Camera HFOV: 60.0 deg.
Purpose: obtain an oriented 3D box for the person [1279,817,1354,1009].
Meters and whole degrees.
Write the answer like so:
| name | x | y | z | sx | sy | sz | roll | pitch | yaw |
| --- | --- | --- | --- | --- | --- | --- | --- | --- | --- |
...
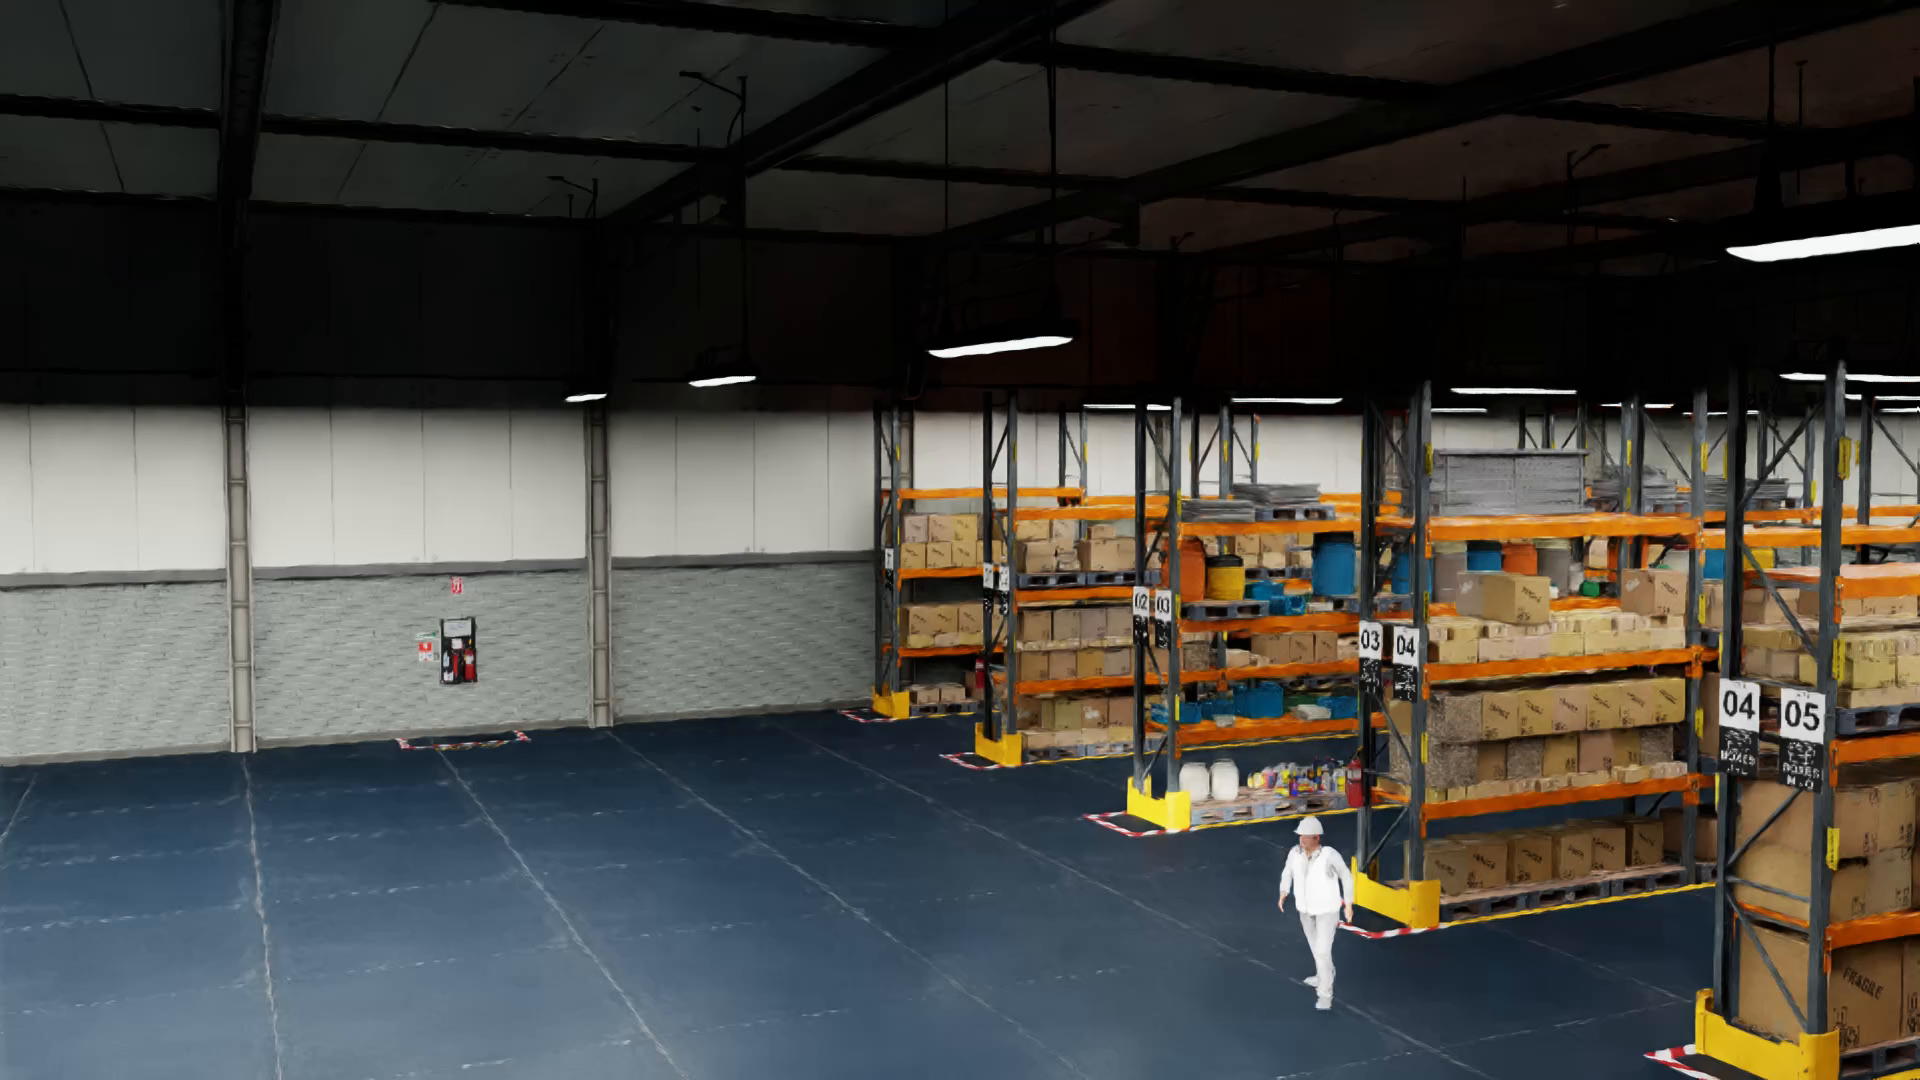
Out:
| name | x | y | z | sx | sy | sz | roll | pitch | yaw |
| --- | --- | --- | --- | --- | --- | --- | --- | --- | --- |
| person | 3.344 | 3.402 | 15.459 | 0.837 | 1.714 | 0.683 | -3 | 4 | -41 |
